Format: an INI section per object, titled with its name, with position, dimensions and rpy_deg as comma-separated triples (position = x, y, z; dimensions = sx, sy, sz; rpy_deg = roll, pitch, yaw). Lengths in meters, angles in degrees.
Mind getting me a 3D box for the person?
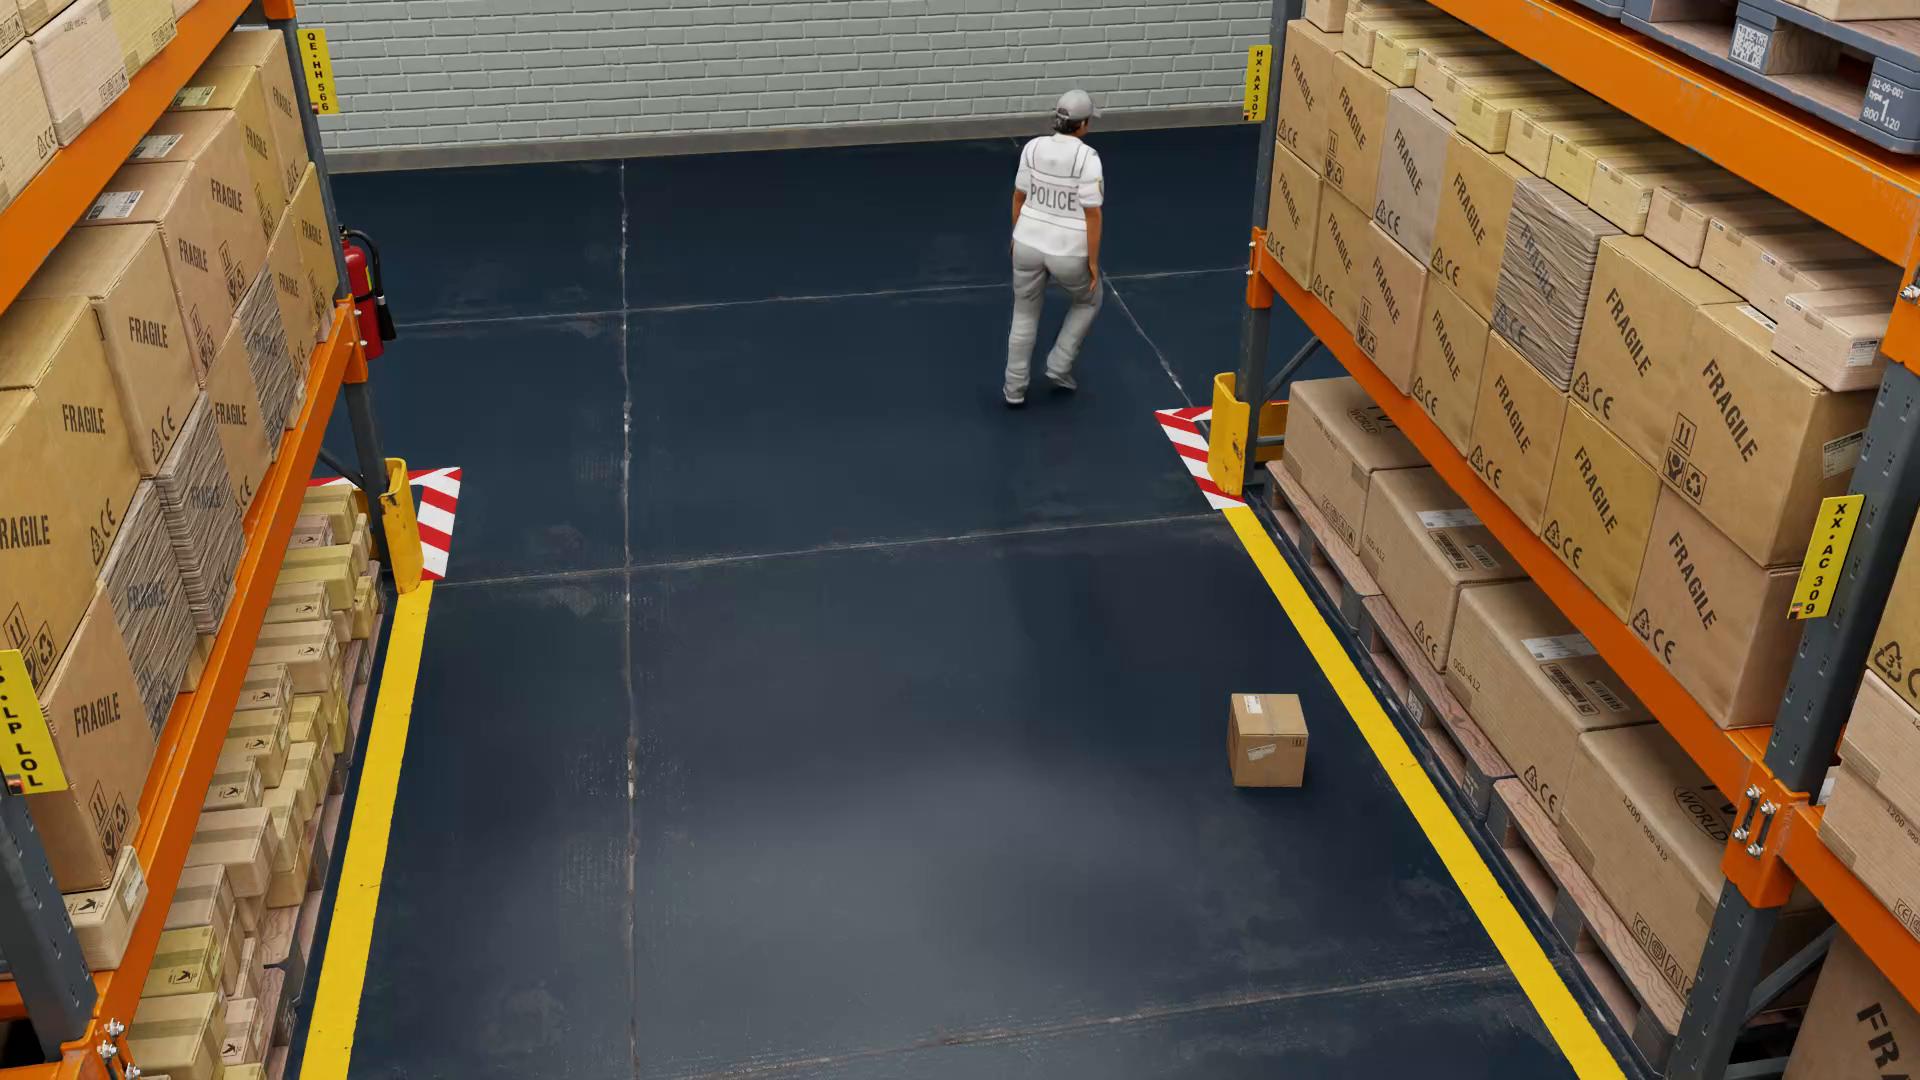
[person]
position = 0.487, -1.482, 8.635
dimensions = 0.557, 1.698, 0.512
rpy_deg = 12, 33, 19
